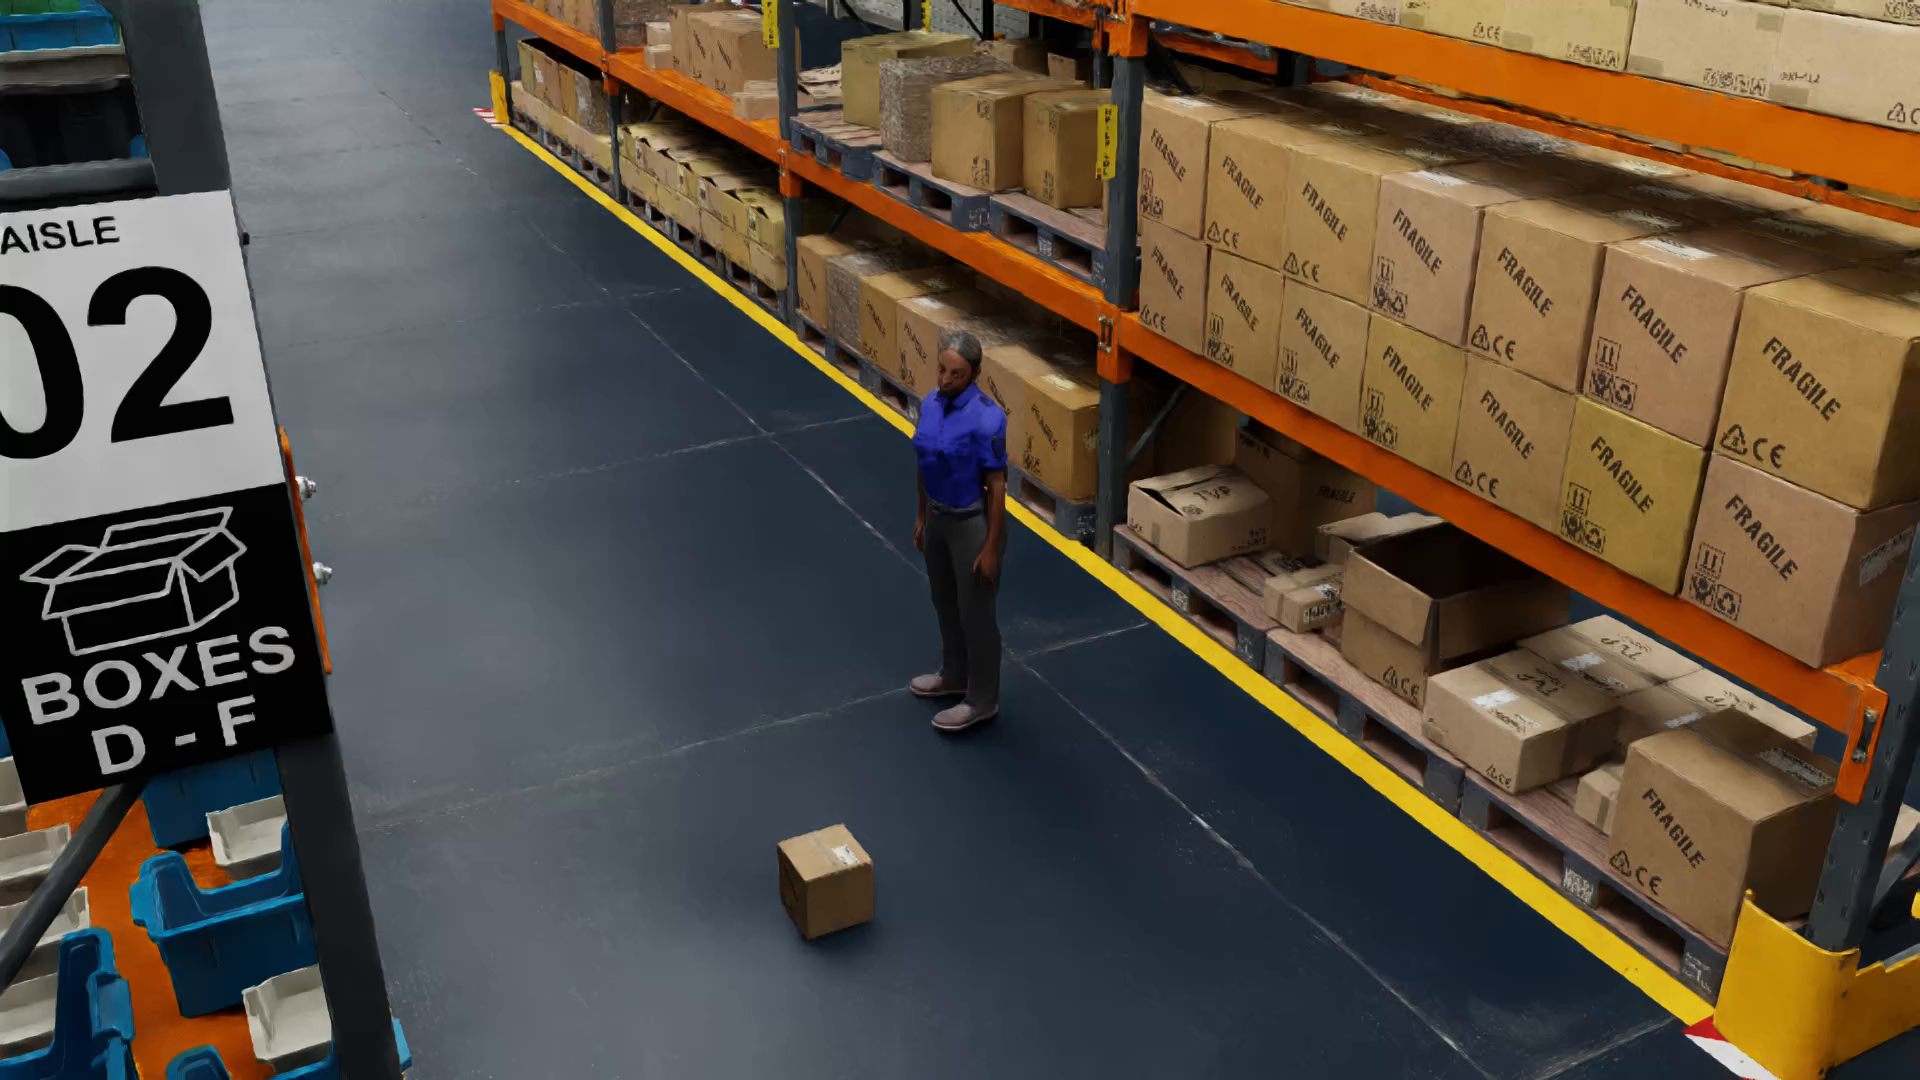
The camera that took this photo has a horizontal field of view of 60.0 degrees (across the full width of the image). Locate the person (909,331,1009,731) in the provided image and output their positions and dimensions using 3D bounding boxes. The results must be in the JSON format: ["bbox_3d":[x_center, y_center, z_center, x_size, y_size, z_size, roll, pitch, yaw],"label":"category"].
[{"bbox_3d":[-0.020,-0.036,6.635,0.343,1.670,0.537,-18,31,-33],"label":"person"}]
